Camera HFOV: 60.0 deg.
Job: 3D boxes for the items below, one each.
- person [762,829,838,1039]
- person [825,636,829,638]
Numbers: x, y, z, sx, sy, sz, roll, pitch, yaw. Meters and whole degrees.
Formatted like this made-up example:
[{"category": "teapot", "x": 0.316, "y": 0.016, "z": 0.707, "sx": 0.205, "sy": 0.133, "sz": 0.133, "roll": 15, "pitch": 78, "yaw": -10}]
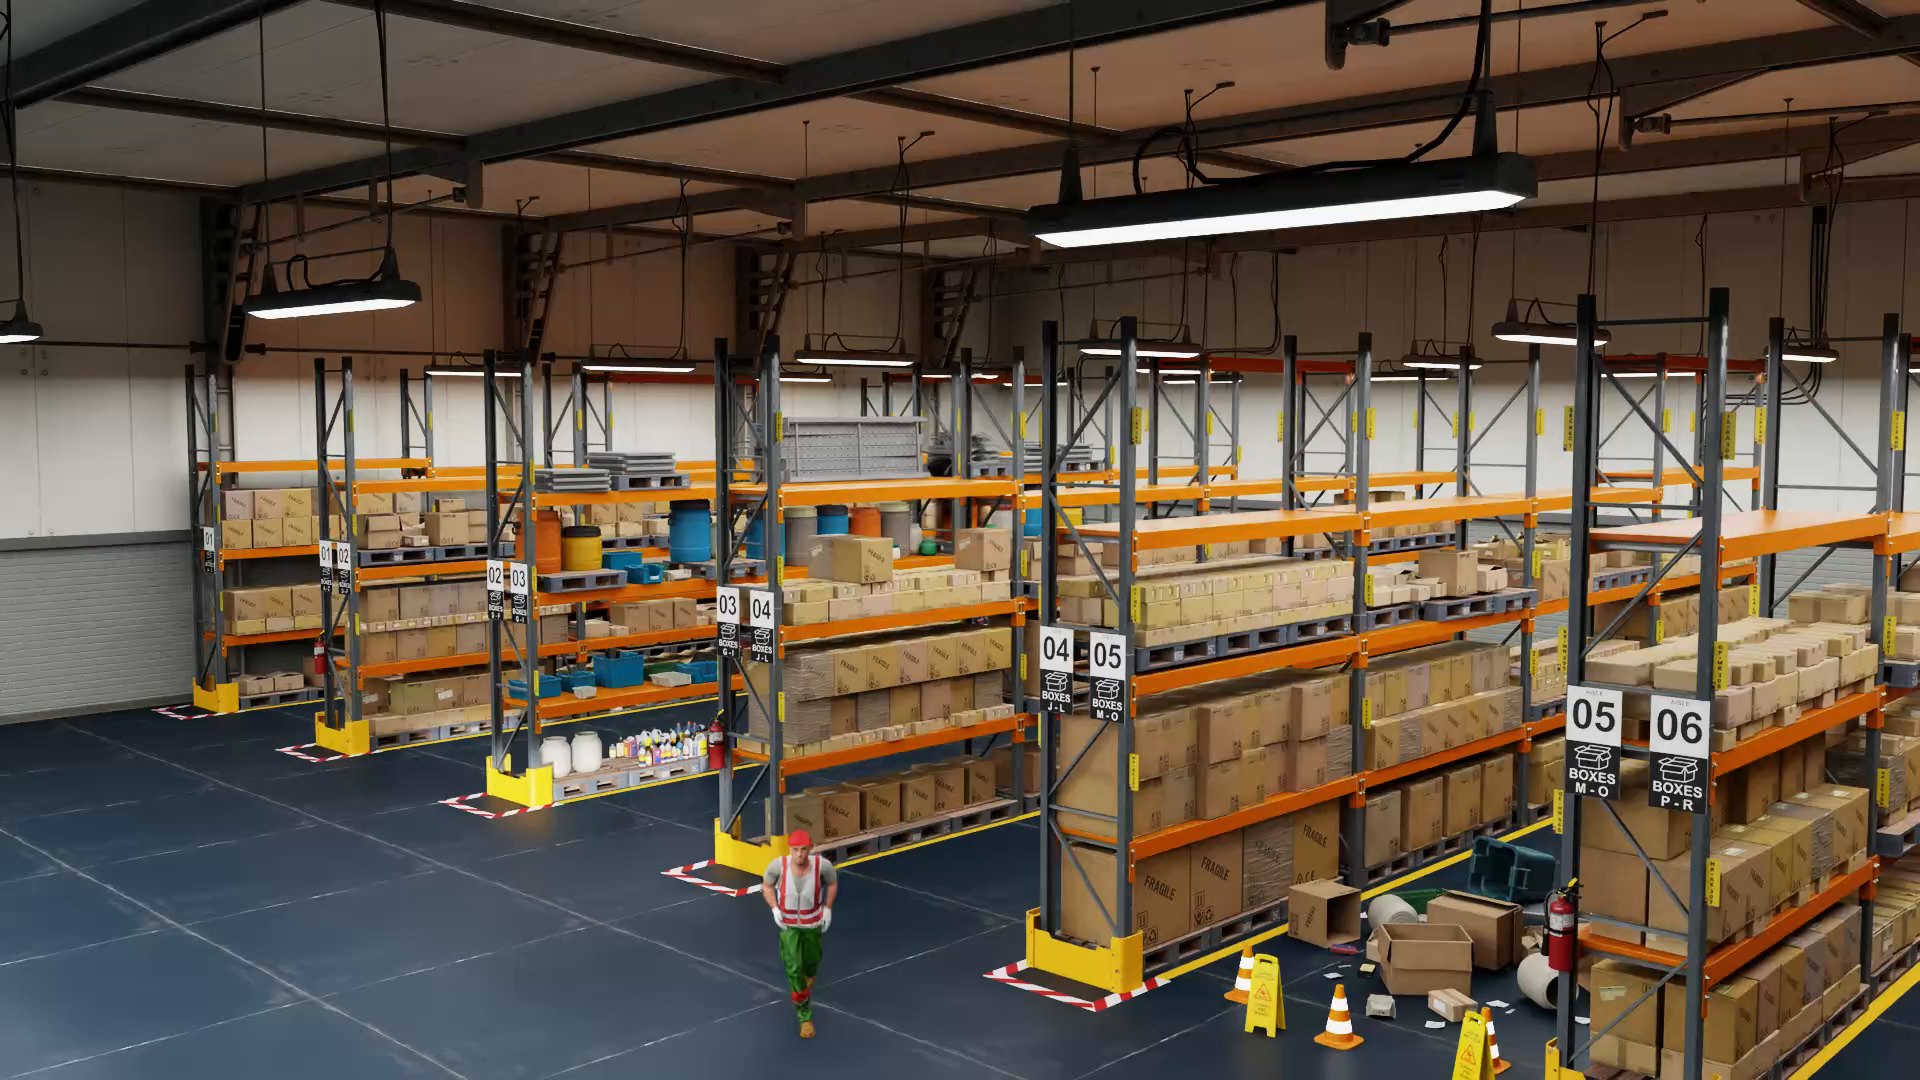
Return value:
[{"category": "person", "x": -1.350, "y": 3.235, "z": 14.092, "sx": 0.632, "sy": 1.732, "sz": 0.896, "roll": 0, "pitch": 4, "yaw": -1}, {"category": "person", "x": -2.046, "y": 2.098, "z": 28.642, "sx": 0.702, "sy": 1.770, "sz": 0.963, "roll": 4, "pitch": 6, "yaw": 39}]
